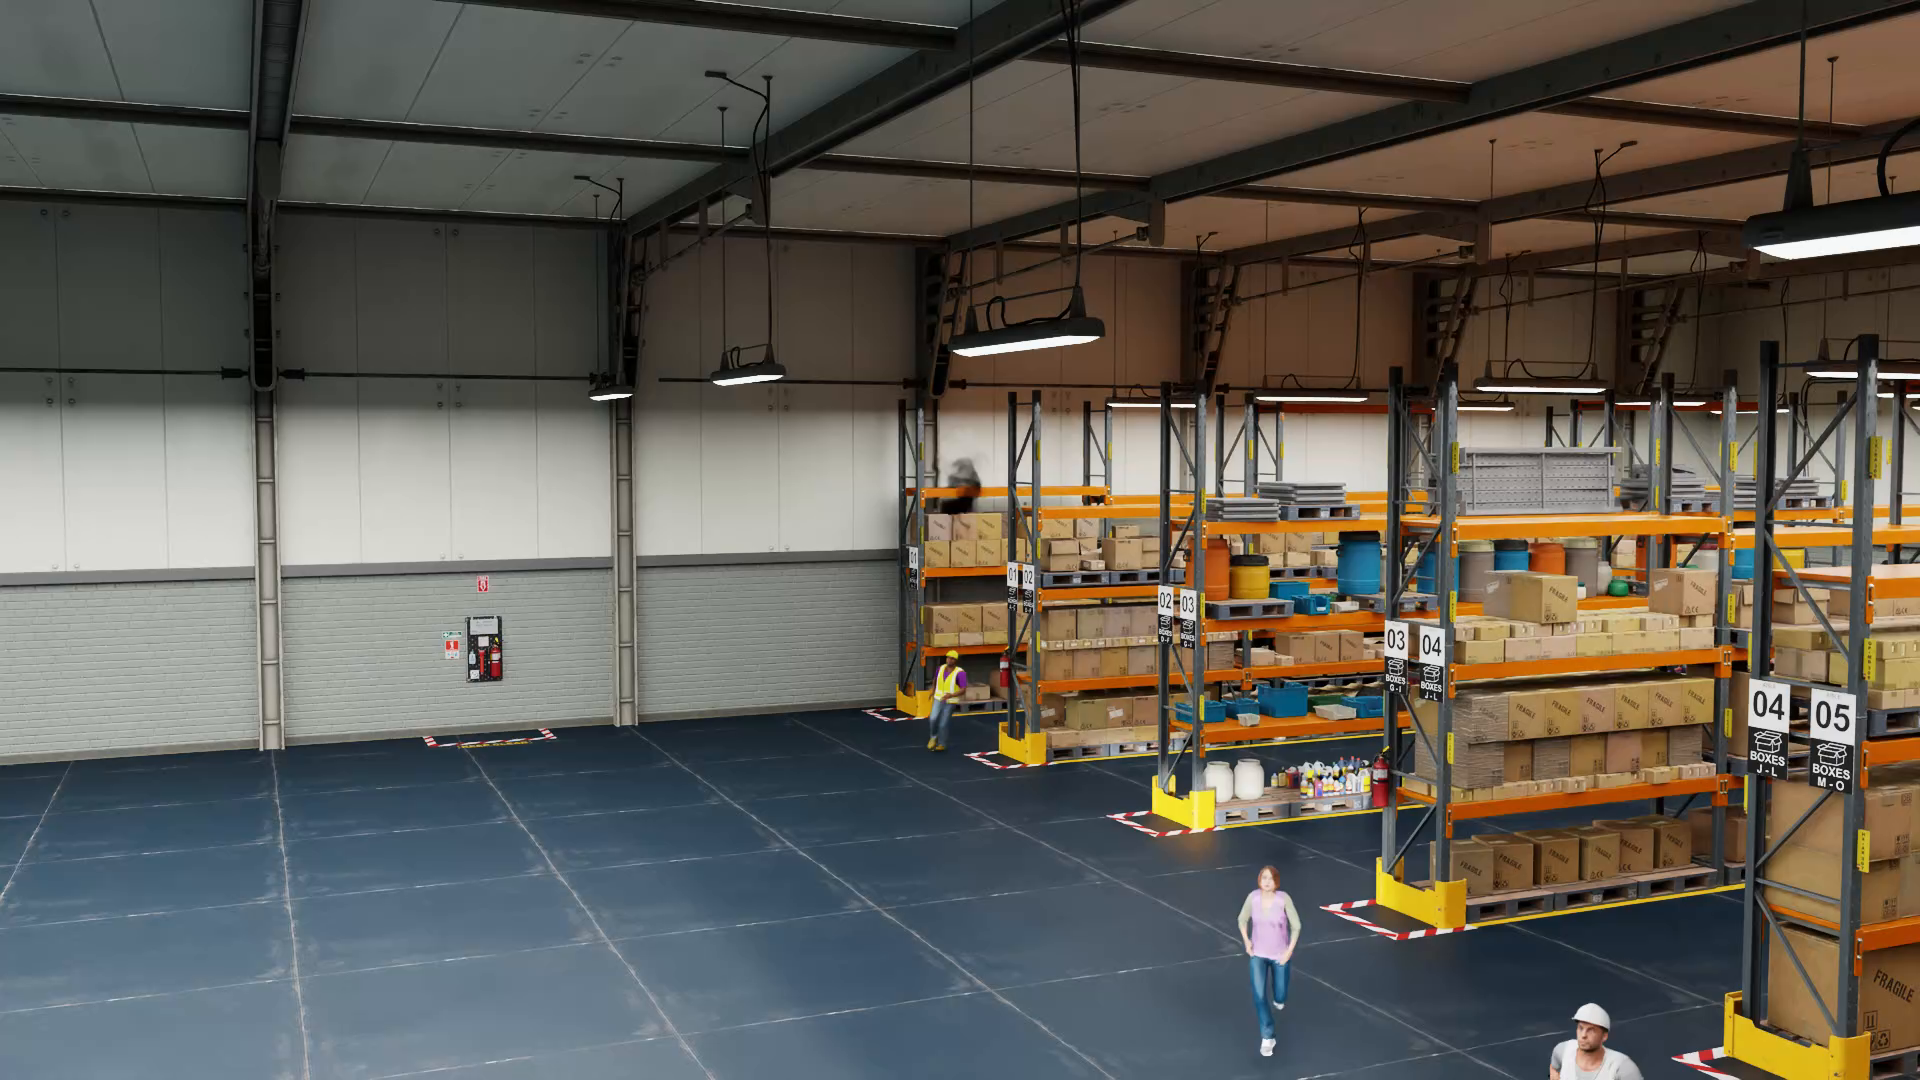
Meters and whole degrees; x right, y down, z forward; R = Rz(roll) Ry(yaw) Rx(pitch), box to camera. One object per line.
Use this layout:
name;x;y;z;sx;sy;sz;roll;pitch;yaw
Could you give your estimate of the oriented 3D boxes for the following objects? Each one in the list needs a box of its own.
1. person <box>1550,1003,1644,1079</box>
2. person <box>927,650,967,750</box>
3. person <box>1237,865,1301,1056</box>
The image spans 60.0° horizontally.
person;3.815;3.699;10.014;0.616;1.838;0.754;2;4;31
person;-0.237;2.675;27.608;0.725;1.697;0.649;1;4;21
person;2.658;3.567;14.327;0.545;1.563;0.708;1;3;13
